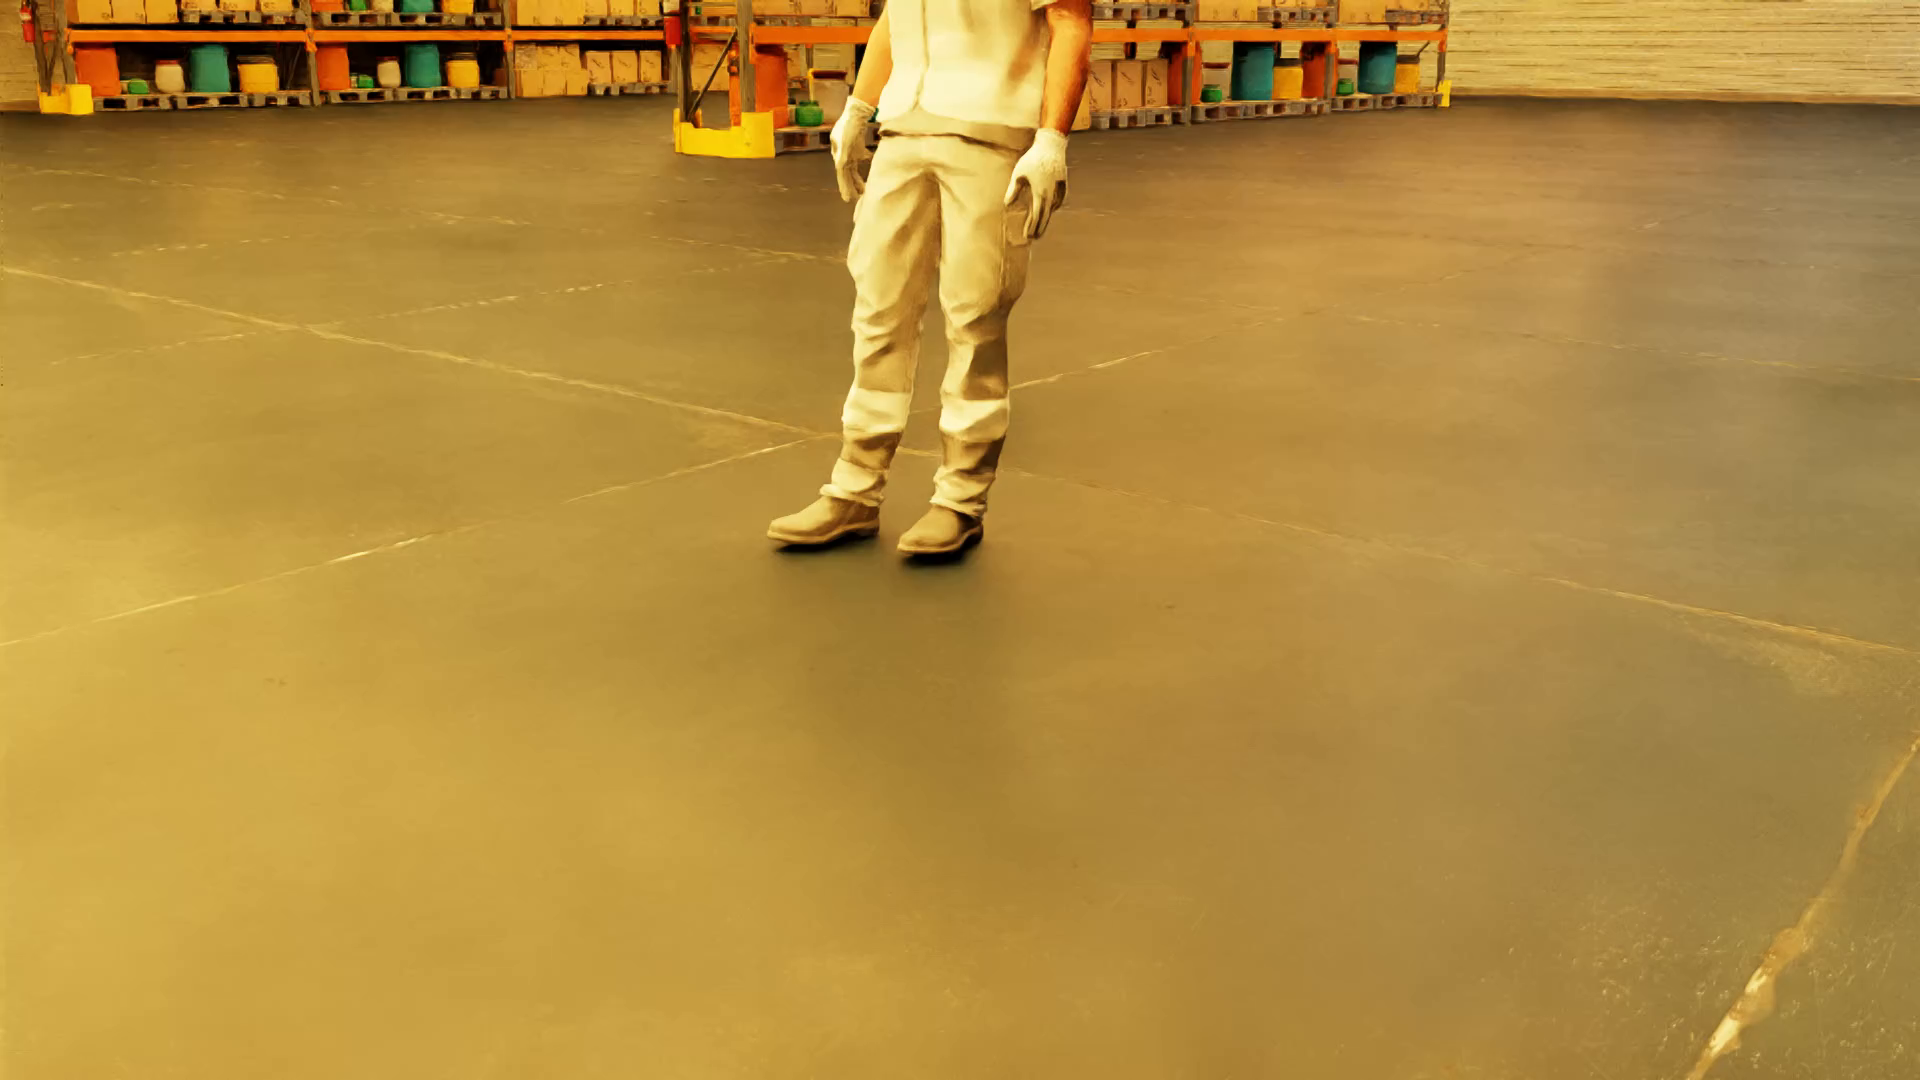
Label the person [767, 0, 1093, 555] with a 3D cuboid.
[{"bbox_3d":[-0.060,-0.847,3.627,0.637,1.787,0.563,13,21,37],"label":"person"}]
